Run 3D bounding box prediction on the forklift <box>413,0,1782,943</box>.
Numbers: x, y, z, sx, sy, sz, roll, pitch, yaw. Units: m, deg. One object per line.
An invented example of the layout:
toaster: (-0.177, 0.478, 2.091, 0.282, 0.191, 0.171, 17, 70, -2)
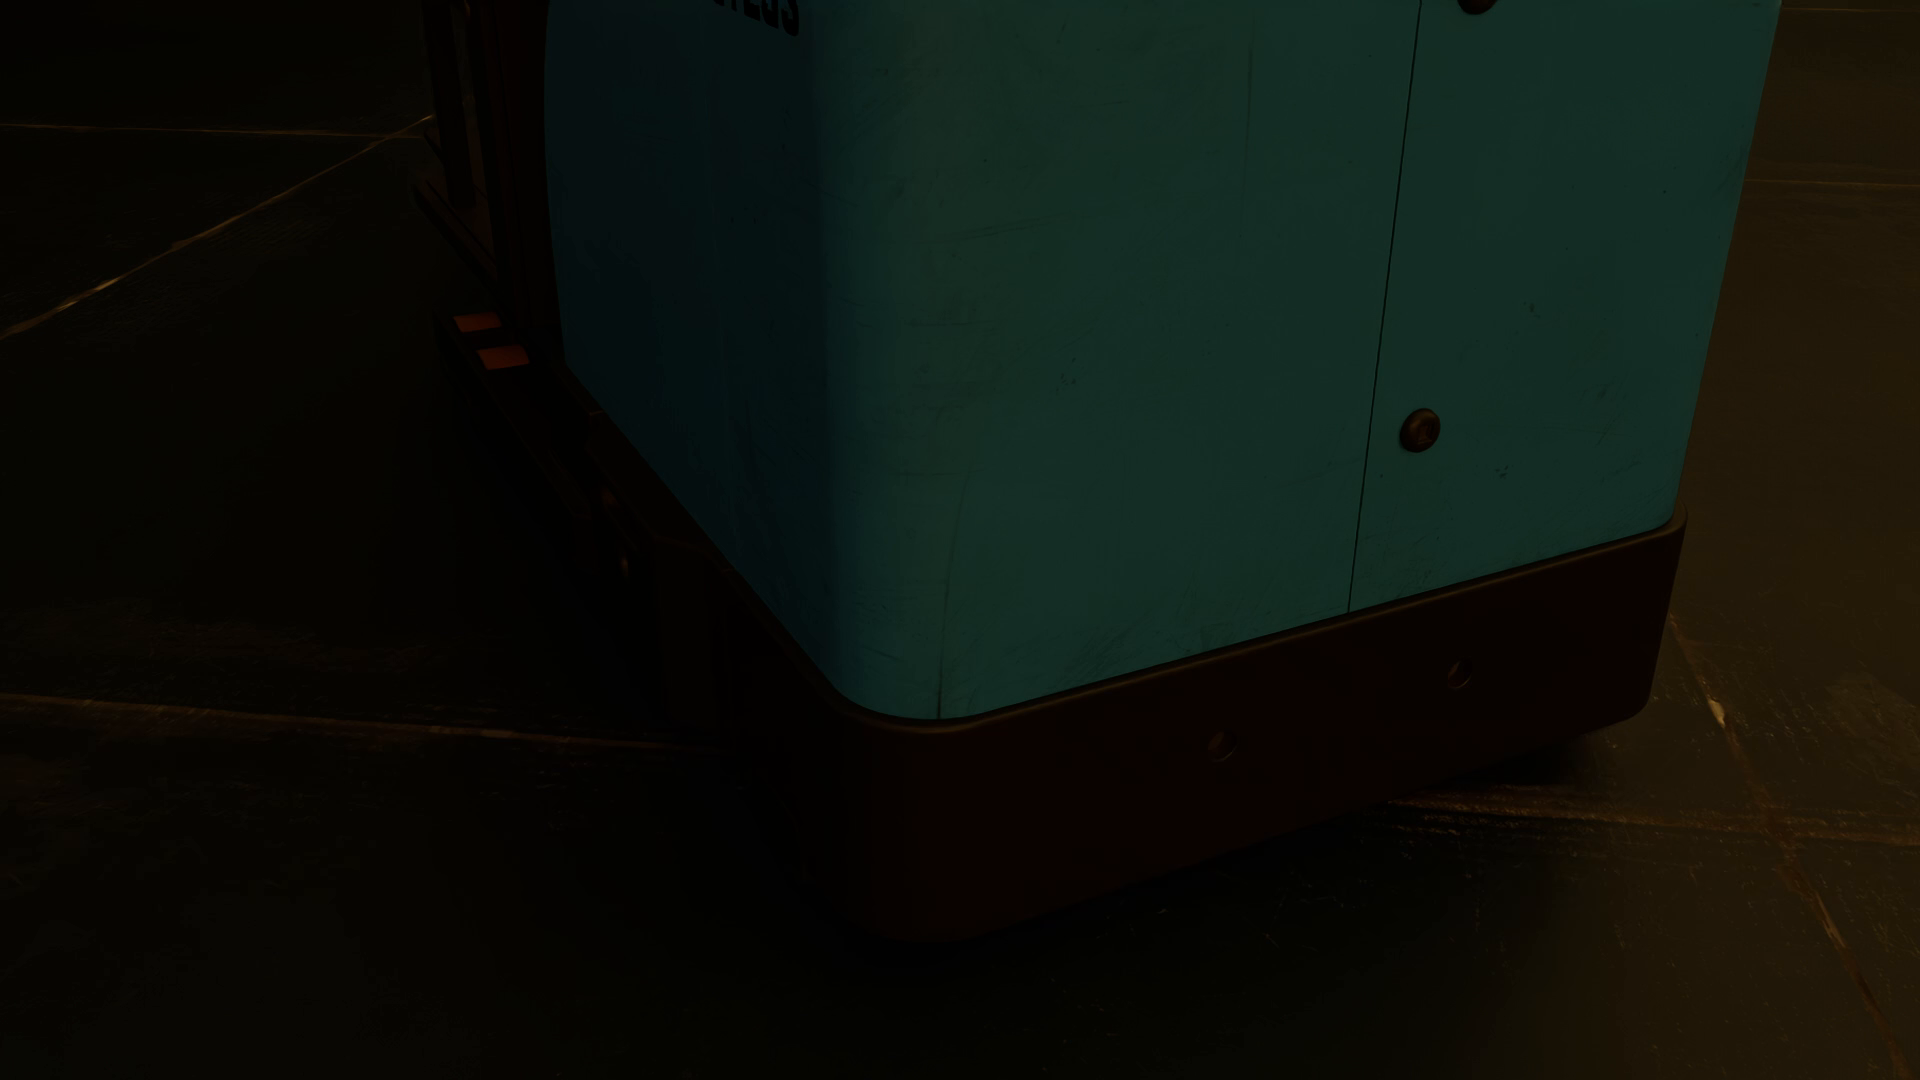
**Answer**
forklift: (-0.290, -1.558, 2.339, 1.130, 2.935, 3.031, -13, 29, -24)
